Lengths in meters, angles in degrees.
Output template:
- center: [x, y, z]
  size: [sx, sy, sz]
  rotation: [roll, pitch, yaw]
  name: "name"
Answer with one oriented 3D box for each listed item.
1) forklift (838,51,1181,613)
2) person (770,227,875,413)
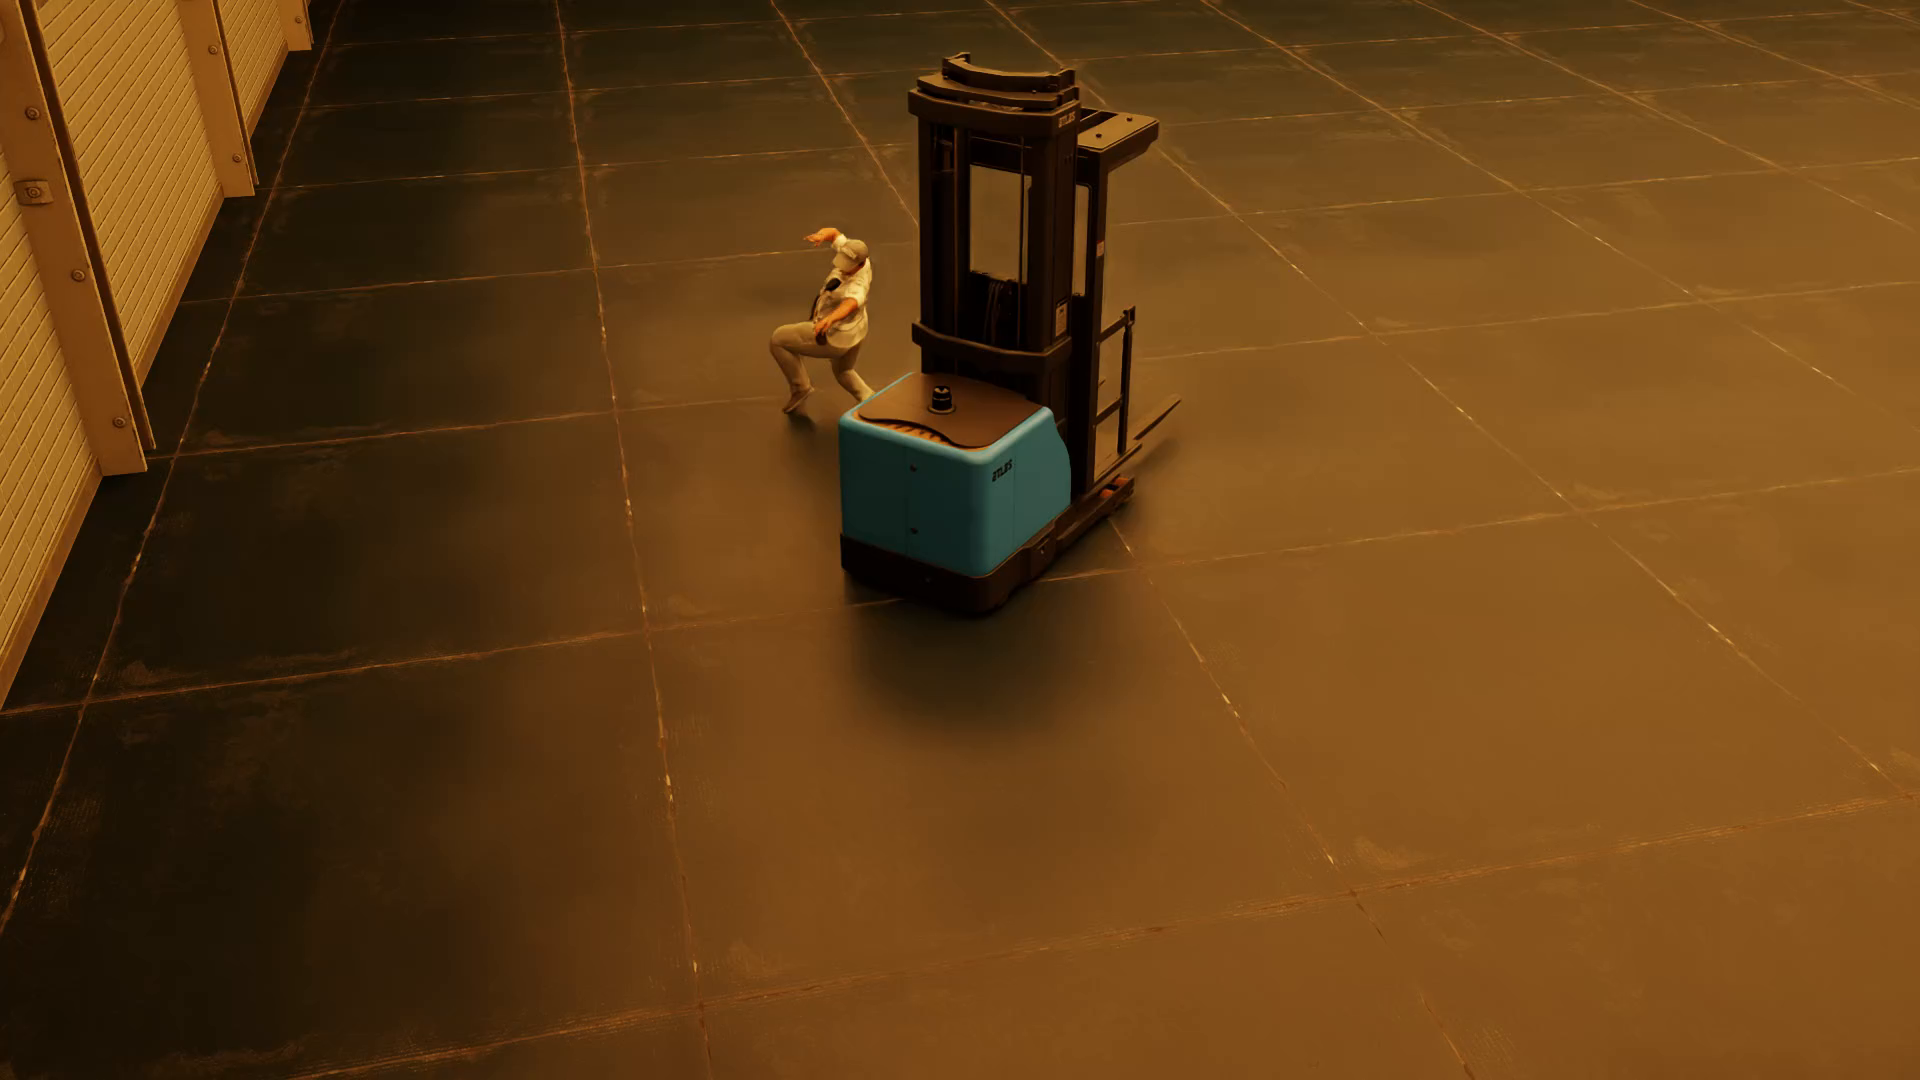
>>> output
- center: [0.488, -1.545, 10.244]
  size: [1.130, 2.935, 3.031]
  rotation: [17, 34, 27]
  name: "forklift"
- center: [-1.028, -1.411, 11.550]
  size: [0.857, 1.437, 1.007]
  rotation: [13, 33, 22]
  name: "person"
